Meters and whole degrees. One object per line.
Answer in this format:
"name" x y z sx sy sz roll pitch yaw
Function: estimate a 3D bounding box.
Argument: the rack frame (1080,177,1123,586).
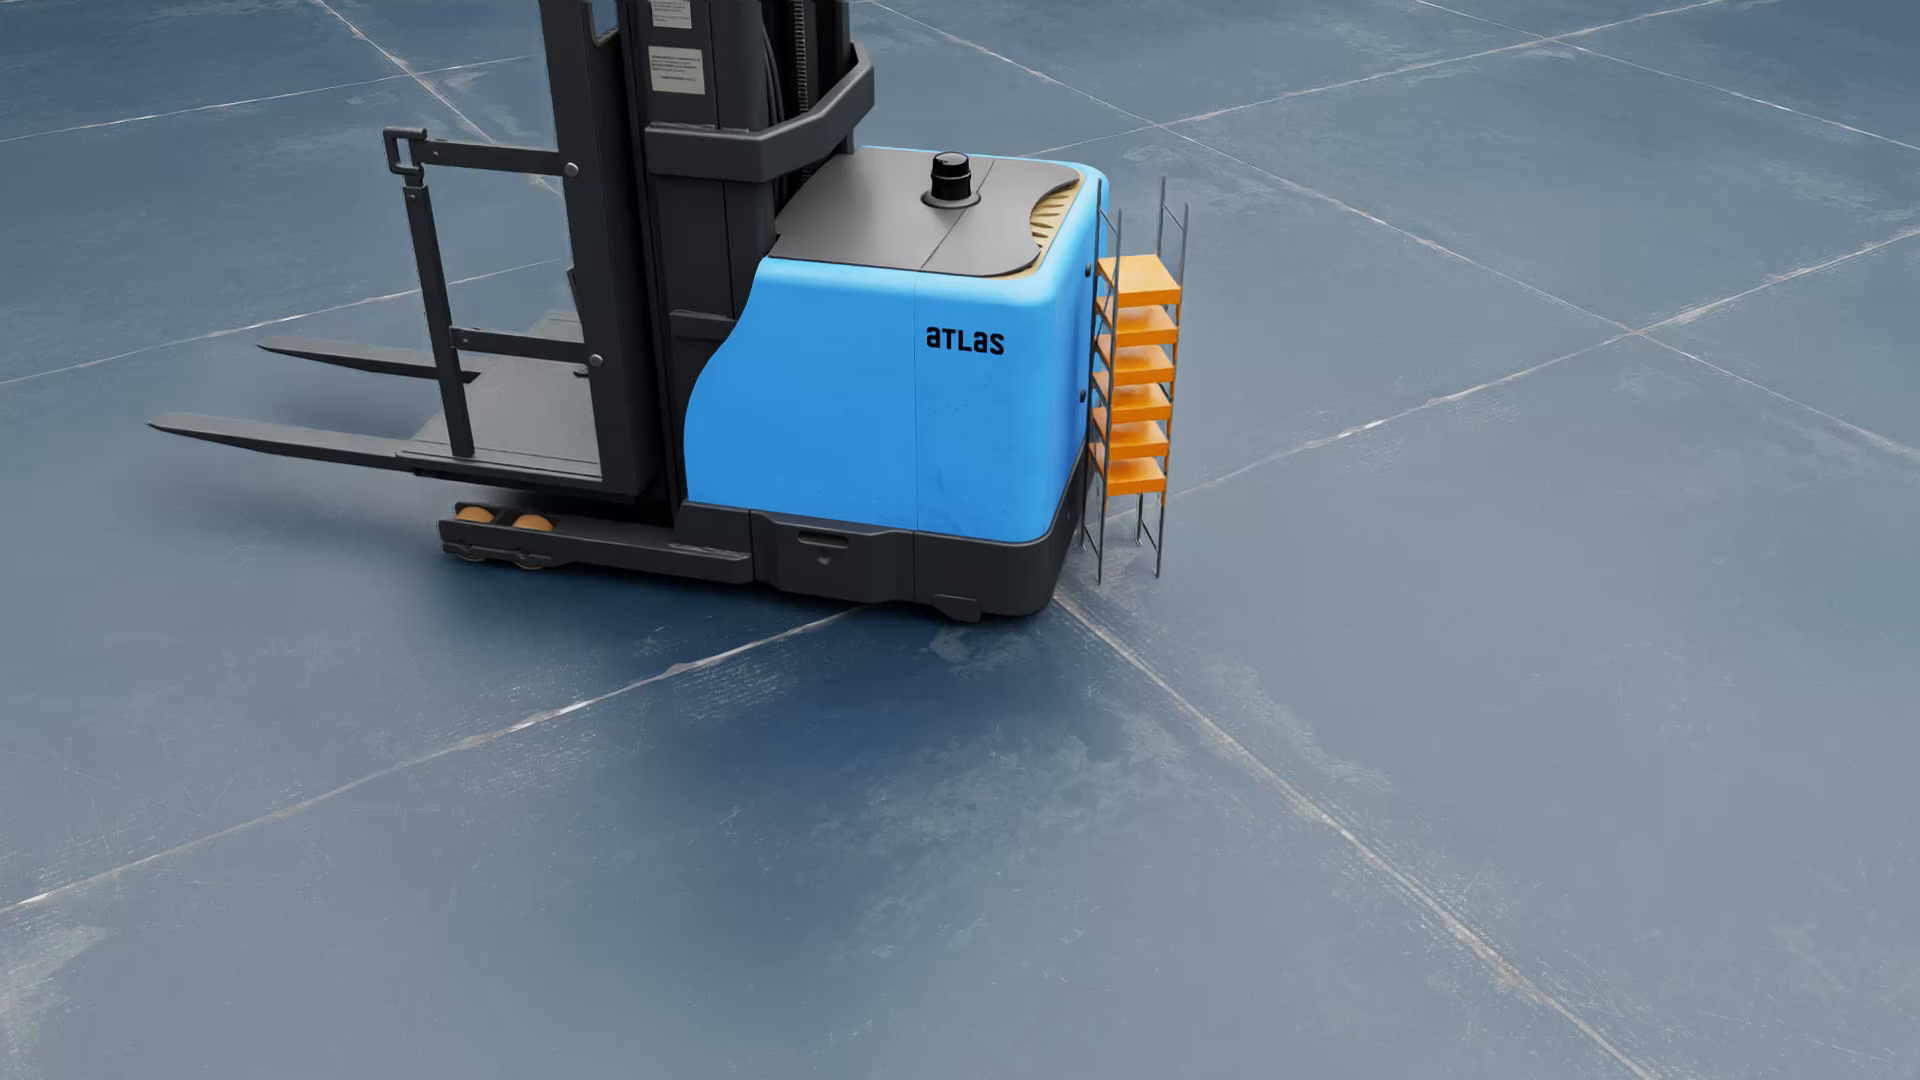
"rack frame" 0.404 -0.430 4.805 0.006 1.200 0.240 -6 33 -9

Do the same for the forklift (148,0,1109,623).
"forklift" -1.110 -1.375 4.766 3.031 2.843 1.129 7 33 12

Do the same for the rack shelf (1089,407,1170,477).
"rack shelf" 0.494 -0.301 4.908 0.180 0.103 0.258 -6 33 -9

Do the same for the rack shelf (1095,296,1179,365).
"rack shelf" 0.494 -0.604 4.714 0.180 0.103 0.258 -6 33 -9

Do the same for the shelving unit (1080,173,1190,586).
"shelving unit" 0.494 -0.439 4.819 0.189 1.200 0.258 -6 33 -9

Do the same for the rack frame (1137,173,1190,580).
"rack frame" 0.584 -0.448 4.833 0.006 1.200 0.240 -6 33 -9

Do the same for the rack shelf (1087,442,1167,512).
"rack shelf" 0.494 -0.200 4.973 0.180 0.103 0.258 -6 33 -9

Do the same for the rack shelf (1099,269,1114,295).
"rack shelf" 0.494 -0.721 4.638 0.166 0.020 0.199 -6 33 -9

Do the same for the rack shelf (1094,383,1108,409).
"rack shelf" 0.494 -0.418 4.832 0.166 0.020 0.199 -6 33 -9

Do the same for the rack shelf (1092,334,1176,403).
"rack shelf" 0.494 -0.503 4.778 0.180 0.103 0.258 -6 33 -9
